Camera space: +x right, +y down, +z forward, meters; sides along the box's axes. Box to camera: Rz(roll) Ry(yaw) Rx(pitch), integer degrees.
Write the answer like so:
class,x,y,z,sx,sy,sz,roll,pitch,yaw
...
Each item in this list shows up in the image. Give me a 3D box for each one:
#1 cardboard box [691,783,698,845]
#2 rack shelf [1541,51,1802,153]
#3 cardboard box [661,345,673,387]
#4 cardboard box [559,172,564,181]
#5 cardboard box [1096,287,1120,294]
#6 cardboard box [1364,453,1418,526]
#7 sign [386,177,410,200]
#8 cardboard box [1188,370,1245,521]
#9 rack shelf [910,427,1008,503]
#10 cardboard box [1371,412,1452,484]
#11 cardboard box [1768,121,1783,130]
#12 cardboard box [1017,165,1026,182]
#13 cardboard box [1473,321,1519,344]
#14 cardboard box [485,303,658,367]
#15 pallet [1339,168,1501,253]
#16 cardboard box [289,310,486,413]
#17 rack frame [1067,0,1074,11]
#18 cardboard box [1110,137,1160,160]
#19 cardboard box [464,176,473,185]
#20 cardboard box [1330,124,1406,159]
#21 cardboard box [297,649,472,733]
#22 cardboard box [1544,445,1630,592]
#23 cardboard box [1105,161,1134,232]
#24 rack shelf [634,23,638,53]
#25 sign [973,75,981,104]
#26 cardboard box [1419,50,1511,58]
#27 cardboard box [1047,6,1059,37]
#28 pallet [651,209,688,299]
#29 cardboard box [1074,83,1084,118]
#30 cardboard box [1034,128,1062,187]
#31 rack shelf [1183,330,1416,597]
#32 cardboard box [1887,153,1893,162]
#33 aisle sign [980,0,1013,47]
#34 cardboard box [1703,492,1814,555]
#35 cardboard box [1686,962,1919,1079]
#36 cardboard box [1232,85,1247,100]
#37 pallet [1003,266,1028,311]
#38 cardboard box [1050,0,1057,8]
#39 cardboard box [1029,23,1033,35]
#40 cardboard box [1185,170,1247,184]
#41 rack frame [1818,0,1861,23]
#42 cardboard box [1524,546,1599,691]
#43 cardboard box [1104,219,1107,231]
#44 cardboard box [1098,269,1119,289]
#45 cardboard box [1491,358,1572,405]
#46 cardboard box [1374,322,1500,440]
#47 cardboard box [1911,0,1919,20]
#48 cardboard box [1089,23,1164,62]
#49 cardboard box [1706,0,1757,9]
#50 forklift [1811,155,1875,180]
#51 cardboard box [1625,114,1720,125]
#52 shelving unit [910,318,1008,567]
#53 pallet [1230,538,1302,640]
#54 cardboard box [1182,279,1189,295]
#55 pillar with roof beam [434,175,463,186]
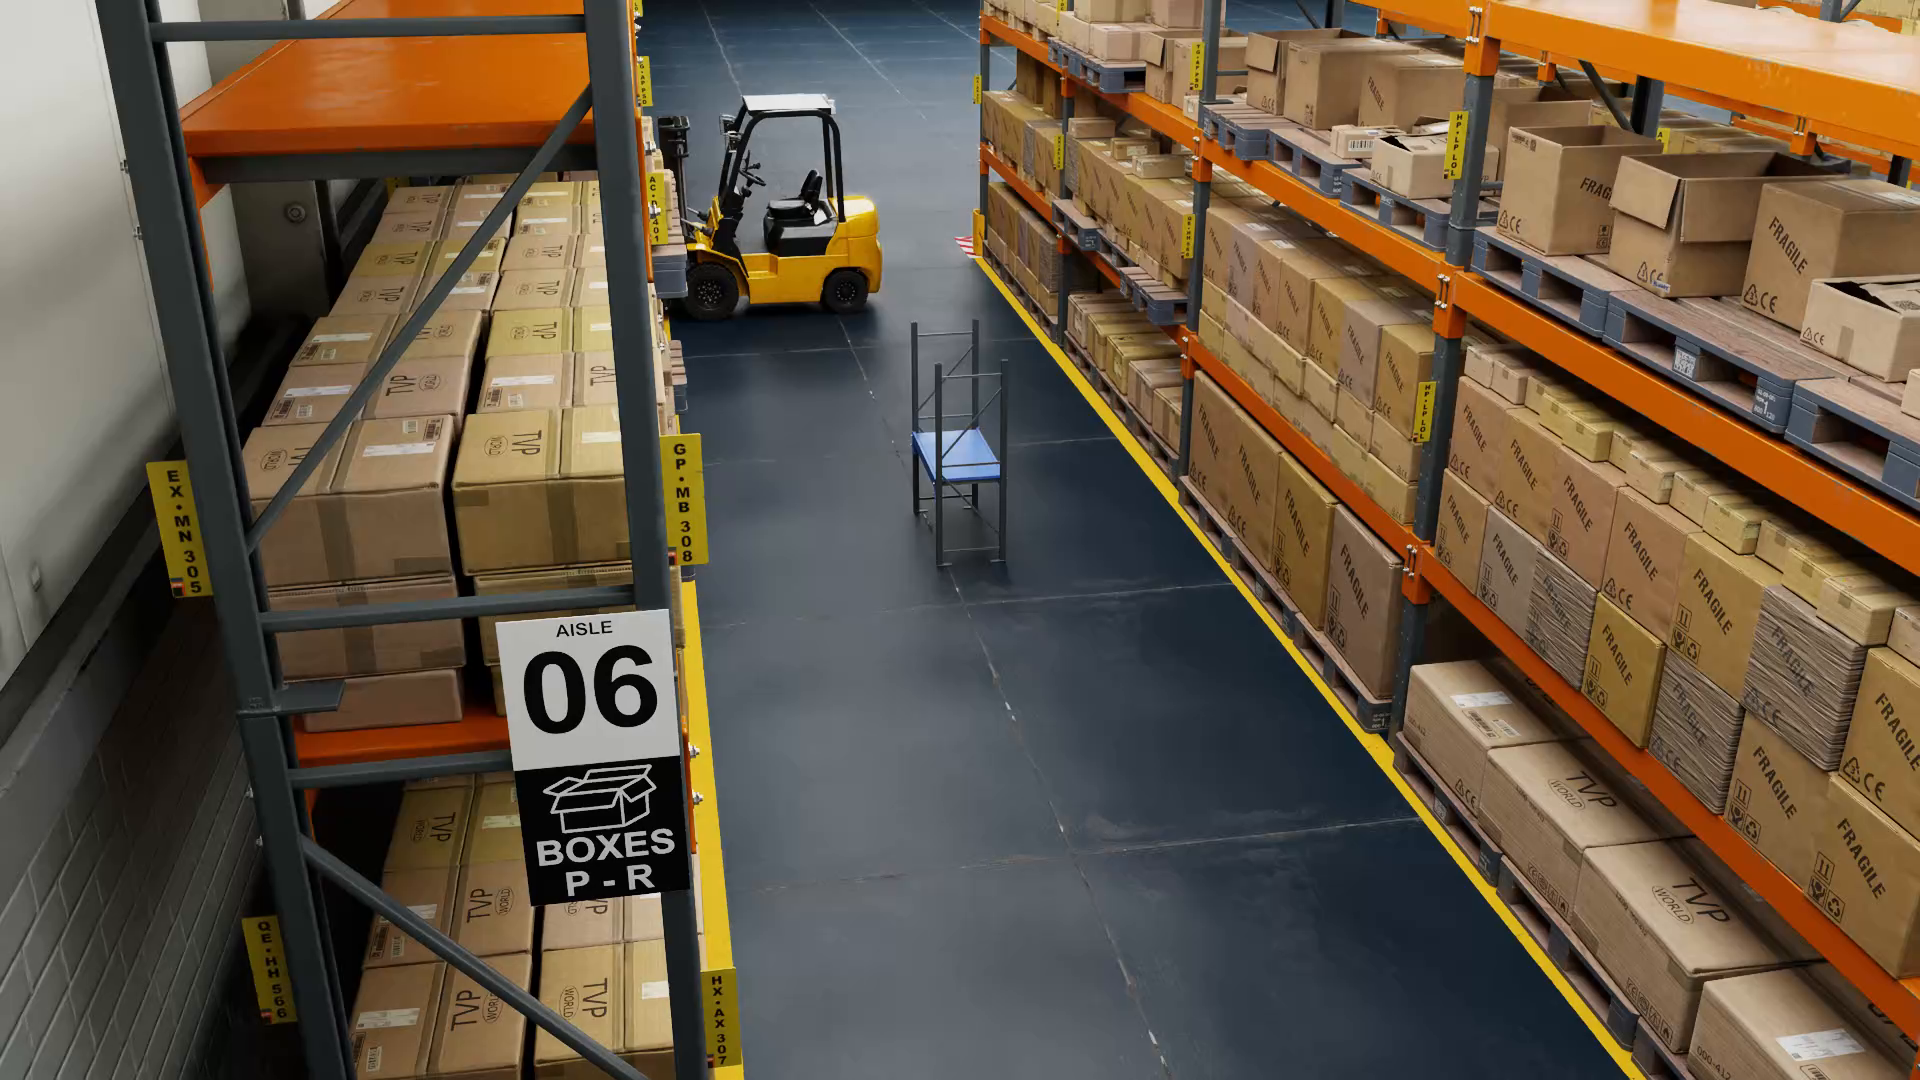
class,x,y,z,sx,sy,sz,roll,pitch,yaw
cardboard box,-1.188,1.061,5.889,0.500,0.250,0.500,-5,24,-11
rack shelf,6.696,-4.029,14.878,1.077,0.370,4.000,-4,24,-10
cardboard box,-2.028,-0.807,9.699,0.700,0.500,0.500,-4,24,-10
cardboard box,-2.380,-2.065,9.146,0.380,0.149,0.250,-4,24,-9
cardboard box,1.637,-2.549,17.249,0.500,0.250,0.500,-5,24,-12
cardboard box,2.629,-0.307,9.392,0.500,0.250,0.500,-5,24,-11
sign,-2.462,-1.599,7.277,0.100,0.325,0.005,-4,24,-10
cardboard box,2.266,-0.732,12.309,0.875,0.875,0.875,-5,24,-10
rack shelf,-0.016,-0.556,12.099,0.538,0.185,1.000,-4,24,-10
cardboard box,2.639,-0.534,9.287,0.500,0.250,0.500,-4,24,-10
cardboard box,10.357,-5.227,20.785,0.380,0.149,0.250,-4,24,-10
cardboard box,0.829,-3.954,17.870,0.380,0.149,0.250,-4,24,-9
cardboard box,3.161,-0.916,9.226,0.500,0.500,0.500,-4,24,-9
cardboard box,-1.195,-0.538,5.178,0.500,0.250,0.500,-5,24,-11
pallet,2.742,-1.862,9.256,0.805,0.209,1.217,-5,24,-12
cardboard box,-1.736,-0.508,5.108,0.500,0.250,0.500,-4,24,-9
rack frame,1.480,-6.114,15.005,1.000,3.000,0.127,-4,24,-10
cardboard box,1.522,-3.406,14.468,0.380,0.149,0.250,-3,24,-7
cardboard box,-2.088,-1.592,7.693,0.380,0.149,0.250,-5,24,-10
cardboard box,2.463,-2.411,10.041,0.380,0.166,0.250,-2,24,-5
cardboard box,-1.465,0.356,4.253,0.380,0.149,0.250,-4,24,-8
cardboard box,2.981,-0.115,7.392,0.500,0.500,0.500,-4,24,-9
cardboard box,1.562,-2.940,14.212,0.500,0.500,0.500,-5,24,-12
rack shelf,-3.767,-4.827,16.706,1.077,0.370,4.000,-4,24,-10
sign,0.208,-5.294,19.543,0.100,0.325,0.005,-4,24,-10
cardboard box,5.780,-5.319,19.144,0.875,0.550,0.550,-4,24,-10
cardboard box,1.134,-4.961,15.930,0.500,0.250,0.500,-5,24,-10
pallet,-1.969,-1.399,8.193,1.213,0.211,1.003,-4,24,-10
cardboard box,1.539,-4.397,16.823,0.700,0.500,0.500,-4,24,-9
cardboard box,1.052,-3.905,16.947,0.500,0.500,0.500,-4,24,-8
rack shelf,2.590,-0.675,10.946,1.077,0.370,4.000,-4,24,-10
cardboard box,10.711,-4.338,18.748,0.380,0.149,0.250,-4,24,-10
aisle sign,0.425,-6.131,19.291,0.394,0.787,0.004,-4,24,-10
cardboard box,3.146,-0.070,6.478,0.380,0.149,0.250,-4,24,-8
cardboard box,3.479,2.085,6.405,0.875,0.438,0.875,-5,24,-12
cardboard box,2.282,-3.341,12.572,0.396,0.266,0.258,-4,24,-10
pallet,1.092,-2.829,18.464,1.003,0.211,1.213,-4,24,-10
cardboard box,1.084,-5.195,15.966,0.380,0.149,0.250,-5,24,-11
cardboard box,0.930,-5.341,17.297,0.380,0.149,0.250,-5,24,-10
cardboard box,2.156,-2.773,13.830,0.500,0.500,0.500,-4,24,-9
rack frame,7.066,-4.947,12.333,1.000,3.000,0.127,-4,24,-10
cardboard box,2.964,0.335,7.611,0.500,0.500,0.500,-4,24,-9
cardboard box,1.487,-2.795,14.690,0.380,0.149,0.250,-4,24,-9
cardboard box,1.637,-2.893,17.099,0.500,0.500,0.500,-3,24,-7
cardboard box,2.826,-0.776,8.095,0.380,0.149,0.250,-4,24,-9
cardboard box,2.630,-0.879,9.141,0.500,0.500,0.500,-4,24,-8
cardboard box,10.792,-5.770,18.153,0.500,0.250,0.500,-4,24,-8
cardboard box,1.404,-4.208,14.051,0.500,0.250,0.500,-5,24,-10
cardboard box,6.469,-4.519,14.327,0.500,0.500,0.500,-4,24,-10
forklift,5.096,-1.196,11.327,1.130,2.935,3.031,-3,24,-7
cardboard box,6.614,-3.679,15.551,0.700,0.500,0.500,-4,24,-9
shelving unit,-0.016,-0.721,12.027,0.538,1.500,1.048,-4,24,-10
pallet,2.514,0.281,11.342,1.003,0.211,1.213,-4,24,-10
cardboard box,1.928,-1.980,12.825,0.380,0.149,0.250,-3,24,-8
pillar with roof beam,0.447,-4.936,12.309,9.100,9.000,0.400,-4,24,-10
